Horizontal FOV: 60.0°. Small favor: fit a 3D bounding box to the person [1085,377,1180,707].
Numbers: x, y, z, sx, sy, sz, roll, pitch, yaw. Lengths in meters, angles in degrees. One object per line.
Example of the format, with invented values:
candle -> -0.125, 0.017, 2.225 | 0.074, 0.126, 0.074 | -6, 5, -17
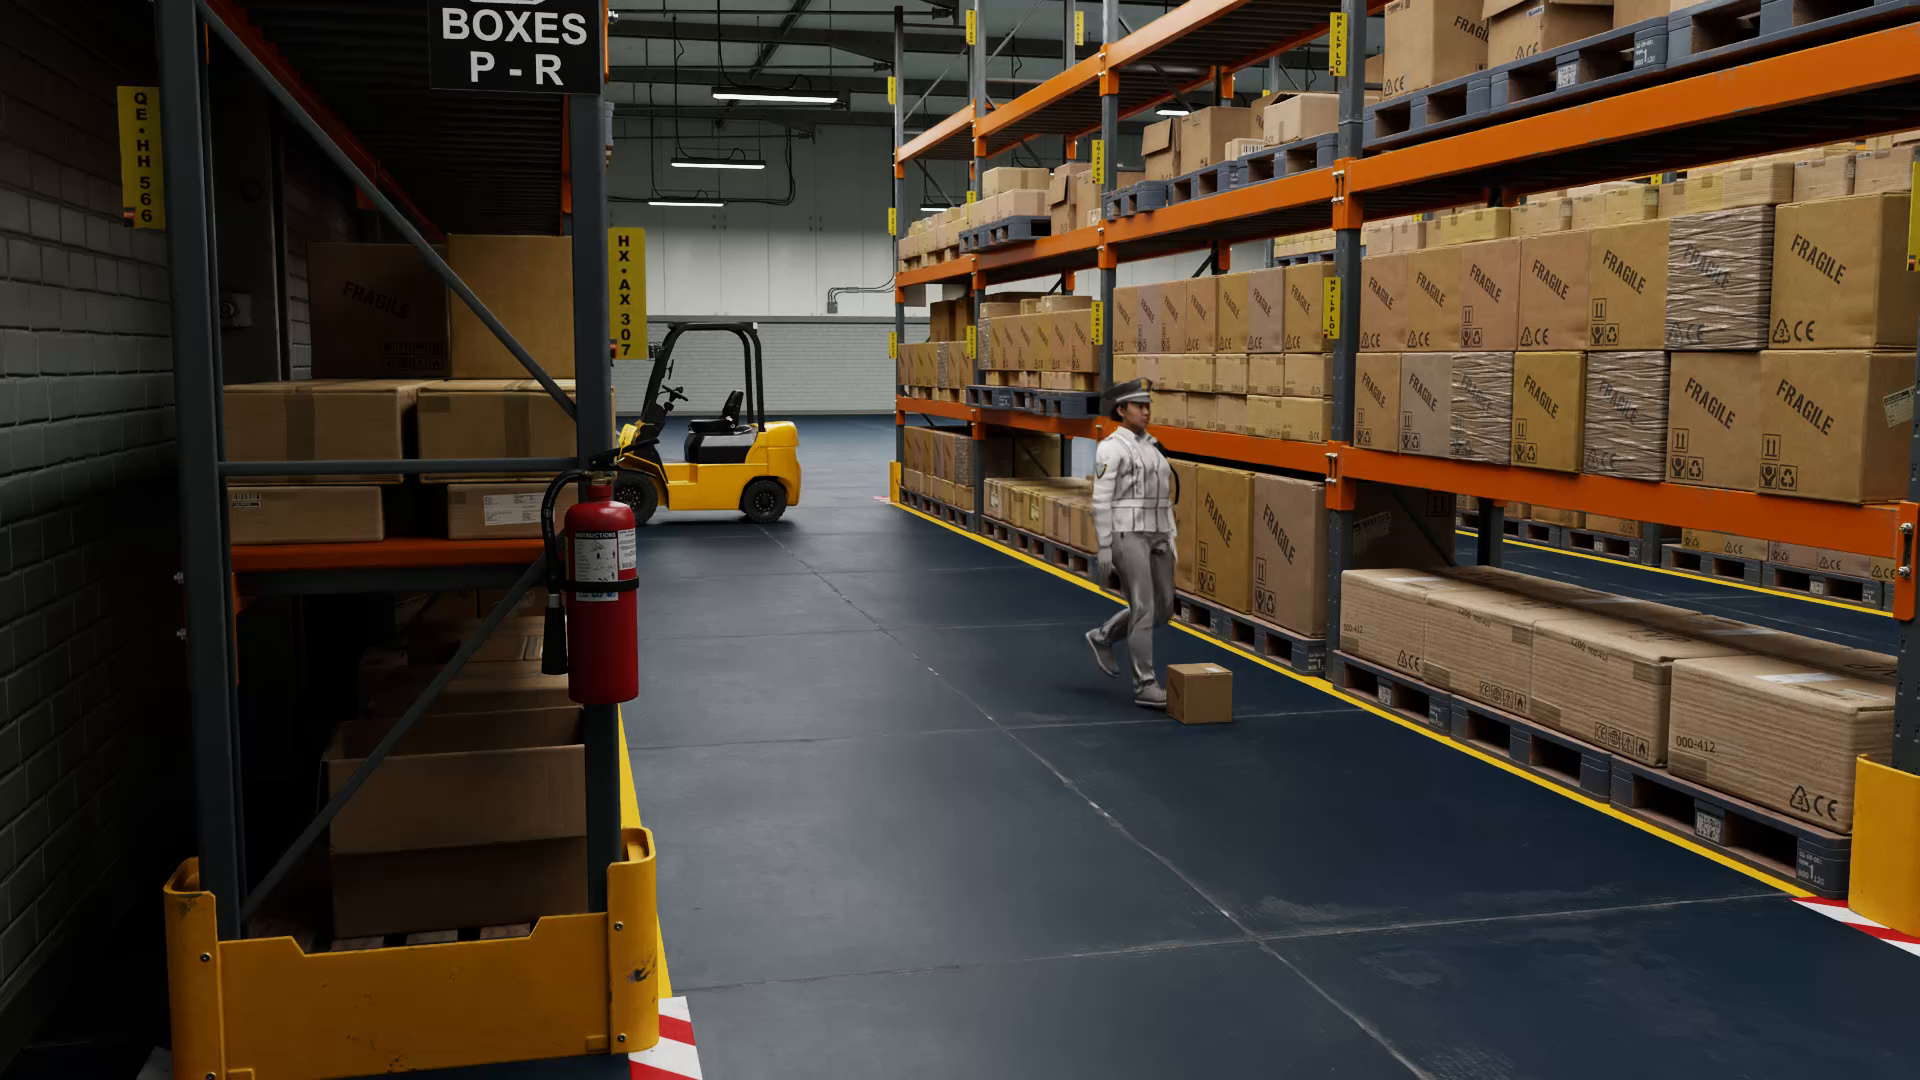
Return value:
person -> 0.919, -0.004, 8.573 | 0.715, 1.664, 0.495 | 5, 8, 40
